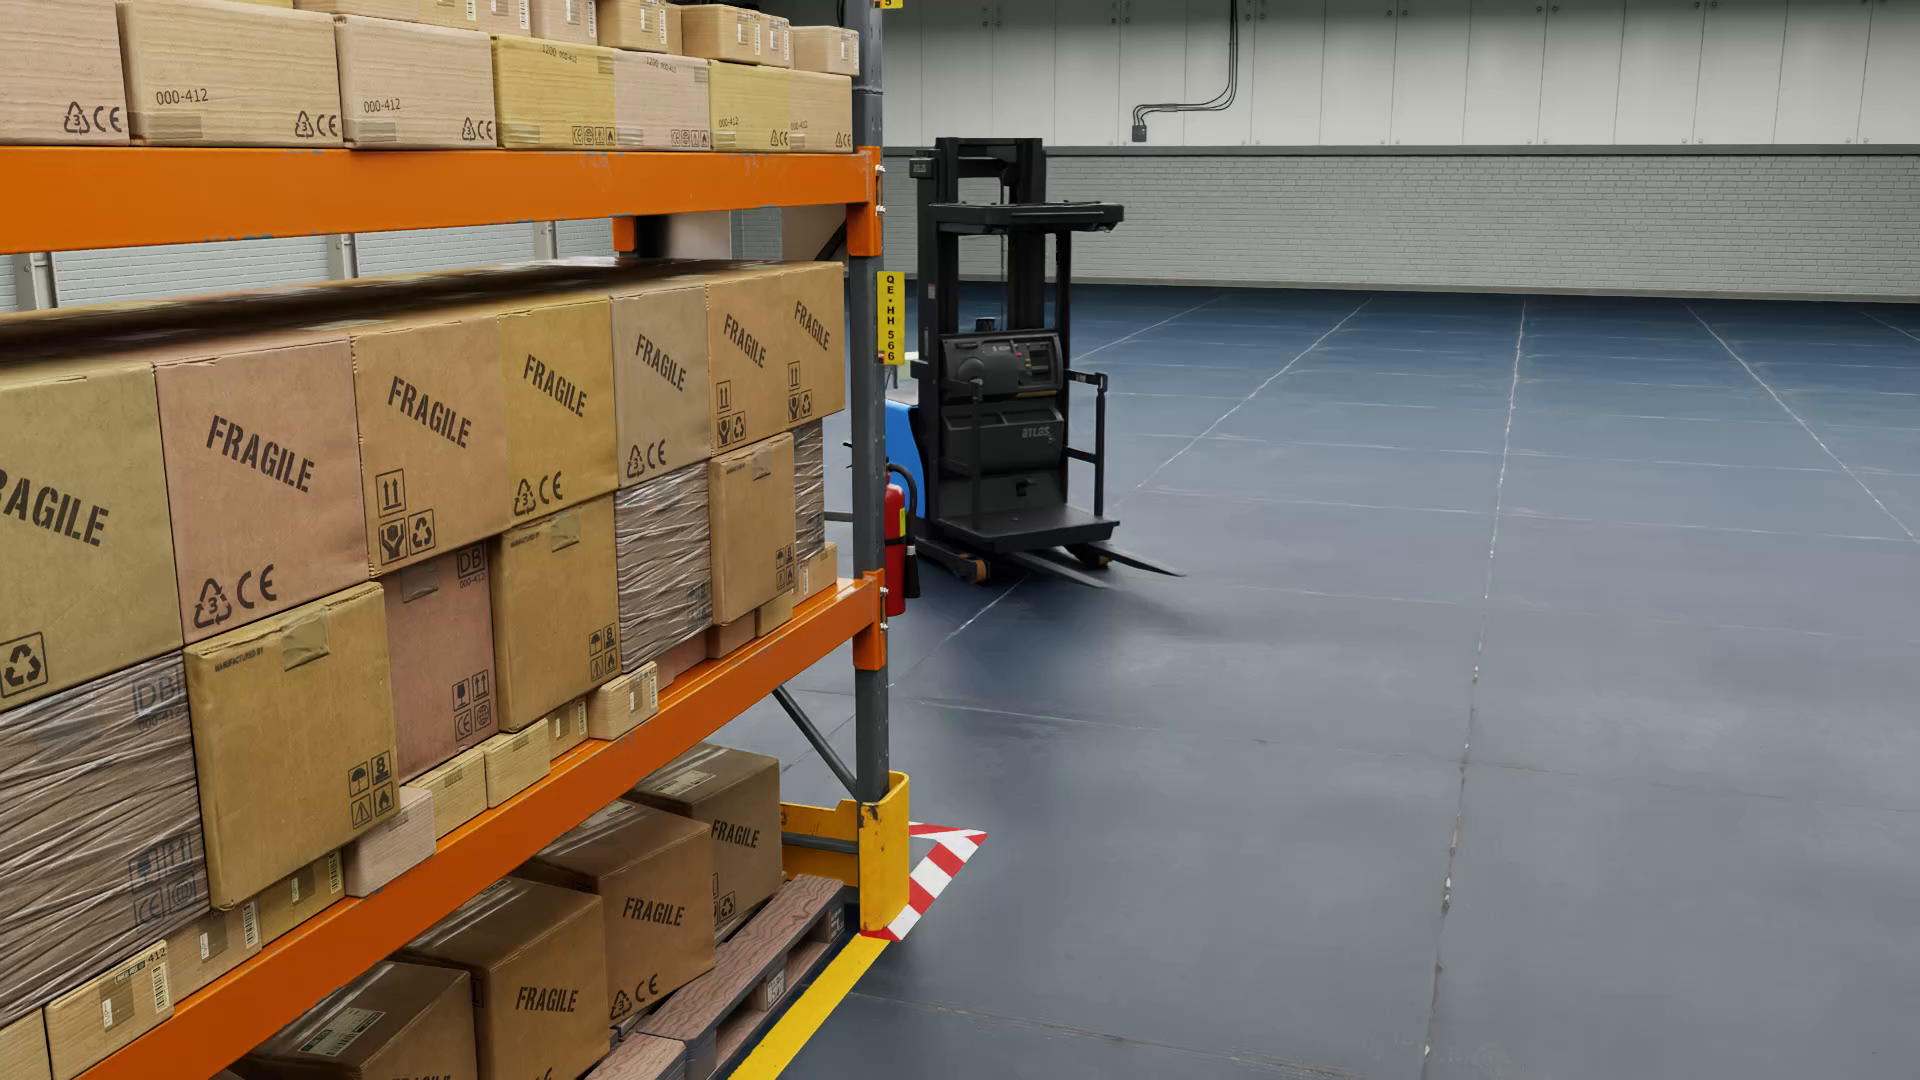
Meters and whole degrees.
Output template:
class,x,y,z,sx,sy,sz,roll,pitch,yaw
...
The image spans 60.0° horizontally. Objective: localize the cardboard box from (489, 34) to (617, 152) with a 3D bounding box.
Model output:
class,x,y,z,sx,sy,sz,roll,pitch,yaw
cardboard box,-1.167,-1.056,3.971,0.500,0.250,0.500,4,13,17

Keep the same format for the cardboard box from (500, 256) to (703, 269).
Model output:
class,x,y,z,sx,sy,sz,roll,pitch,yaw
cardboard box,-1.197,-0.691,5.633,0.500,0.500,0.500,4,14,18

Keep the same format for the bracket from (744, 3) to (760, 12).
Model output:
class,x,y,z,sx,sy,sz,roll,pitch,yaw
bracket,-4.970,-12.651,39.604,0.235,0.232,0.430,4,14,18

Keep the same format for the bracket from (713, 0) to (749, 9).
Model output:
class,x,y,z,sx,sy,sz,roll,pitch,yaw
bracket,-5.161,-12.527,39.059,0.076,0.066,3.189,4,14,18

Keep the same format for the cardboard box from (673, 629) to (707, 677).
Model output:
class,x,y,z,sx,sy,sz,roll,pitch,yaw
cardboard box,-0.987,0.302,4.989,0.380,0.149,0.250,4,14,18

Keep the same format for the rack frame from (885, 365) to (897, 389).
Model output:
class,x,y,z,sx,sy,sz,roll,pitch,yaw
rack frame,-0.584,-0.874,12.946,0.023,1.500,0.400,-7,15,-28

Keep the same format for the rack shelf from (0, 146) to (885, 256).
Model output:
class,x,y,z,sx,sy,sz,roll,pitch,yaw
rack shelf,-1.408,-0.796,4.111,1.077,0.370,4.000,4,14,18

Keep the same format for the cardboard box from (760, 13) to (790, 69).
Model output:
class,x,y,z,sx,sy,sz,roll,pitch,yaw
cardboard box,-0.735,-1.496,5.004,0.380,0.149,0.250,4,13,16

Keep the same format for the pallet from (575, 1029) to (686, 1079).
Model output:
class,x,y,z,sx,sy,sz,roll,pitch,yaw
pallet,-1.478,1.694,4.590,1.003,0.211,1.213,4,14,18

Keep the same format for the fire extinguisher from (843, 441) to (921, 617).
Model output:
class,x,y,z,sx,sy,sz,roll,pitch,yaw
fire extinguisher,-0.288,-0.059,6.179,0.296,0.674,0.183,4,14,18

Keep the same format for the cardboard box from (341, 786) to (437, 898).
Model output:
class,x,y,z,sx,sy,sz,roll,pitch,yaw
cardboard box,-1.361,0.626,3.568,0.380,0.149,0.250,4,14,18

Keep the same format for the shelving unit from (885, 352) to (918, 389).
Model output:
class,x,y,z,sx,sy,sz,roll,pitch,yaw
shelving unit,-0.265,-0.914,13.120,0.755,1.500,0.431,-7,15,-28

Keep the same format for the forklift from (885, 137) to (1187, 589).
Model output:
class,x,y,z,sx,sy,sz,roll,pitch,yaw
forklift,0.408,-1.249,11.373,1.130,2.935,3.031,-7,15,-29

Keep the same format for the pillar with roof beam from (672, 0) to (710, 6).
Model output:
class,x,y,z,sx,sy,sz,roll,pitch,yaw
pillar with roof beam,-2.134,-10.025,36.189,9.100,9.000,0.548,4,14,18

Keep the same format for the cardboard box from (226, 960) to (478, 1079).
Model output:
class,x,y,z,sx,sy,sz,roll,pitch,yaw
cardboard box,-1.583,1.412,4.236,0.500,0.500,0.500,3,13,13

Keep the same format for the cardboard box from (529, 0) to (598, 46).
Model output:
class,x,y,z,sx,sy,sz,roll,pitch,yaw
cardboard box,-1.116,-1.281,4.058,0.380,0.149,0.250,4,13,16

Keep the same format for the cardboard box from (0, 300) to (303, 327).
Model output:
class,x,y,z,sx,sy,sz,roll,pitch,yaw
cardboard box,-1.847,-0.270,3.789,0.500,0.500,0.500,4,14,18

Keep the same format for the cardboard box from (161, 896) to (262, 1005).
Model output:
class,x,y,z,sx,sy,sz,roll,pitch,yaw
cardboard box,-1.553,0.729,3.117,0.380,0.149,0.250,4,14,18

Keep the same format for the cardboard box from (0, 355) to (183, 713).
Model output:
class,x,y,z,sx,sy,sz,roll,pitch,yaw
cardboard box,-1.669,-0.021,2.699,0.500,0.500,0.500,4,14,18

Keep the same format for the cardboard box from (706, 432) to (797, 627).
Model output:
class,x,y,z,sx,sy,sz,roll,pitch,yaw
cardboard box,-1.013,-0.072,5.168,0.875,0.500,0.500,4,14,18

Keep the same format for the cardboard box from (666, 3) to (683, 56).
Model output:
class,x,y,z,sx,sy,sz,roll,pitch,yaw
cardboard box,-0.992,-1.399,4.576,0.380,0.149,0.250,5,14,19

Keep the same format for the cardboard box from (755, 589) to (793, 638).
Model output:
class,x,y,z,sx,sy,sz,roll,pitch,yaw
cardboard box,-0.771,0.201,5.432,0.380,0.149,0.250,4,14,18

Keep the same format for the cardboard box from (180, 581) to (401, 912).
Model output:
class,x,y,z,sx,sy,sz,roll,pitch,yaw
cardboard box,-1.656,0.350,3.321,0.875,0.500,0.500,4,14,18

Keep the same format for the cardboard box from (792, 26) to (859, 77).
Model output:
class,x,y,z,sx,sy,sz,roll,pitch,yaw
cardboard box,-0.555,-1.608,5.494,0.380,0.149,0.250,4,14,18

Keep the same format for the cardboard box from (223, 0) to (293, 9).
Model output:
class,x,y,z,sx,sy,sz,roll,pitch,yaw
cardboard box,-1.490,-1.065,3.112,0.380,0.149,0.250,5,14,20

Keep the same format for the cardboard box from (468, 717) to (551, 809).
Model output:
class,x,y,z,sx,sy,sz,roll,pitch,yaw
cardboard box,-1.228,0.519,4.039,0.380,0.149,0.250,4,14,18

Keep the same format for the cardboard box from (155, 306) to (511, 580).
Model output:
class,x,y,z,sx,sy,sz,roll,pitch,yaw
cardboard box,-1.346,-0.232,3.622,0.500,0.500,0.500,4,14,18

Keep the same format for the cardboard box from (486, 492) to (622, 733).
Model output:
class,x,y,z,sx,sy,sz,roll,pitch,yaw
cardboard box,-1.389,0.135,4.263,0.875,0.500,0.500,4,14,18

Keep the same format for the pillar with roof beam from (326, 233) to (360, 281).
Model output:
class,x,y,z,sx,sy,sz,roll,pitch,yaw
pillar with roof beam,-6.016,-7.499,25.119,9.100,9.000,0.400,4,14,18

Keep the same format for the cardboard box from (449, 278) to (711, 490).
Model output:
class,x,y,z,sx,sy,sz,roll,pitch,yaw
cardboard box,-1.026,-0.442,4.545,0.500,0.500,0.500,4,14,18

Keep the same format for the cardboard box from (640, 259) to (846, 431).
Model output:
class,x,y,z,sx,sy,sz,roll,pitch,yaw
cardboard box,-0.705,-0.653,5.469,0.500,0.500,0.500,4,14,18

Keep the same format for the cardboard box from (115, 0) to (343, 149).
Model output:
class,x,y,z,sx,sy,sz,roll,pitch,yaw
cardboard box,-1.501,-0.841,3.027,0.500,0.250,0.500,4,14,18

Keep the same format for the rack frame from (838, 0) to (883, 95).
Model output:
class,x,y,z,sx,sy,sz,roll,pitch,yaw
rack frame,-0.761,-3.030,5.542,1.000,3.000,0.127,4,14,18

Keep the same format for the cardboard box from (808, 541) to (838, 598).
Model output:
class,x,y,z,sx,sy,sz,roll,pitch,yaw
cardboard box,-0.658,0.092,5.910,0.380,0.149,0.250,4,14,18

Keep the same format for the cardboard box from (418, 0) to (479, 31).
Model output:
class,x,y,z,sx,sy,sz,roll,pitch,yaw
cardboard box,-1.272,-1.171,3.576,0.380,0.149,0.250,4,13,17

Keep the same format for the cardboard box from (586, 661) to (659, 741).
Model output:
class,x,y,z,sx,sy,sz,roll,pitch,yaw
cardboard box,-1.044,0.415,4.493,0.380,0.149,0.250,4,14,18

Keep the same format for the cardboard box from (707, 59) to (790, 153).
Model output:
class,x,y,z,sx,sy,sz,roll,pitch,yaw
cardboard box,-0.835,-1.270,4.906,0.500,0.250,0.500,4,14,19

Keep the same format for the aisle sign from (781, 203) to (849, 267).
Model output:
class,x,y,z,sx,sy,sz,roll,pitch,yaw
aisle sign,-0.457,-1.364,5.883,0.394,0.787,0.004,4,14,18

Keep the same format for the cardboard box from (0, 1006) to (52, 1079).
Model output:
class,x,y,z,sx,sy,sz,roll,pitch,yaw
cardboard box,-1.701,0.835,2.651,0.380,0.149,0.250,4,14,18

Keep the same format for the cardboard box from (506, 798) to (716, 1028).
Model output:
class,x,y,z,sx,sy,sz,roll,pitch,yaw
cardboard box,-1.140,1.167,5.308,0.500,0.500,0.500,9,15,33

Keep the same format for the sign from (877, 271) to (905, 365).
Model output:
class,x,y,z,sx,sy,sz,roll,pitch,yaw
sign,-0.242,-0.780,5.852,0.100,0.325,0.005,4,14,18

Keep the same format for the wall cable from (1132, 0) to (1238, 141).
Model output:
class,x,y,z,sx,sy,sz,roll,pitch,yaw
wall cable,4.975,-11.832,36.460,2.305,6.003,0.169,4,14,18

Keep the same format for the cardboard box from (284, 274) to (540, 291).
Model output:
class,x,y,z,sx,sy,sz,roll,pitch,yaw
cardboard box,-1.526,-0.481,4.712,0.500,0.500,0.500,4,14,18
